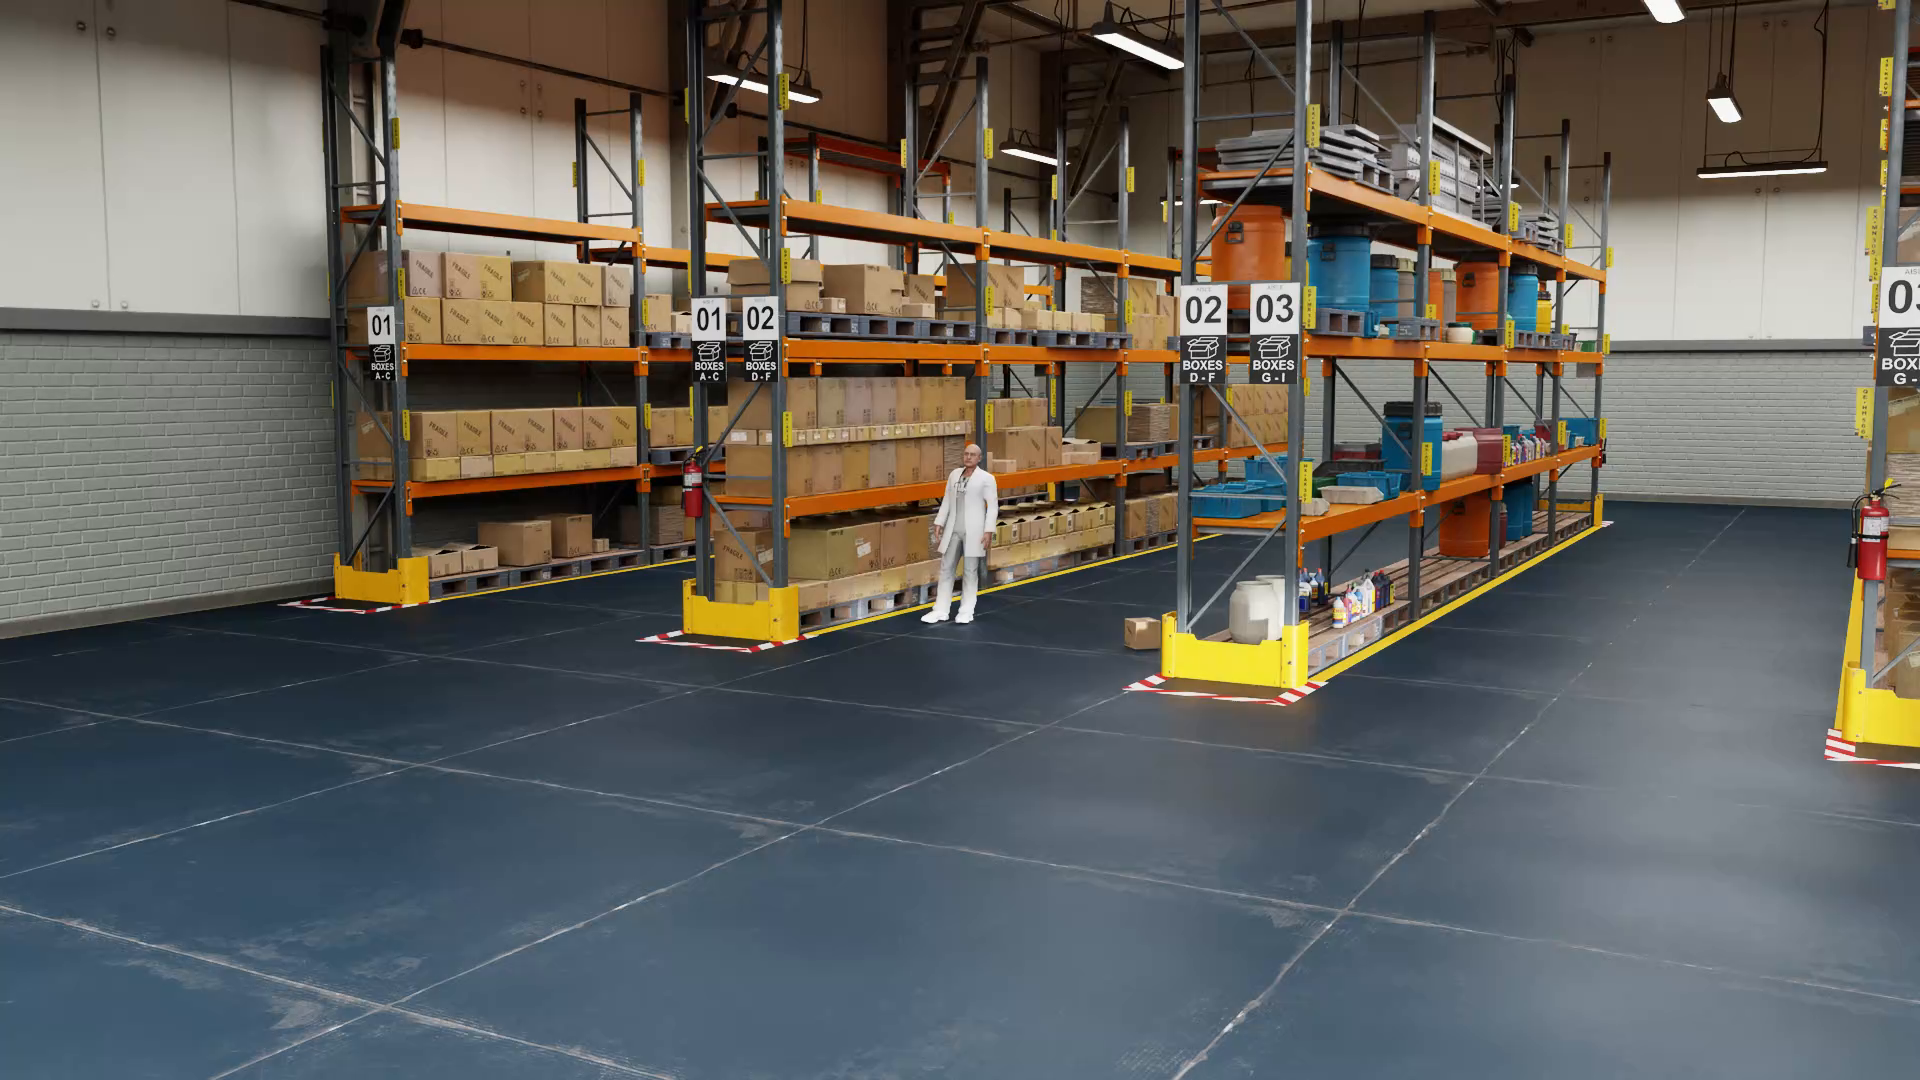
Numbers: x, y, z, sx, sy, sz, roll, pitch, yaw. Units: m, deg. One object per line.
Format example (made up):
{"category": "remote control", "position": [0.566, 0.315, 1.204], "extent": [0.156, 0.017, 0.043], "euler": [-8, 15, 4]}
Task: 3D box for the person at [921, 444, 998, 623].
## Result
{"category": "person", "position": [0.010, -0.063, 16.596], "extent": [0.698, 1.778, 0.578], "euler": [3, 7, 29]}
